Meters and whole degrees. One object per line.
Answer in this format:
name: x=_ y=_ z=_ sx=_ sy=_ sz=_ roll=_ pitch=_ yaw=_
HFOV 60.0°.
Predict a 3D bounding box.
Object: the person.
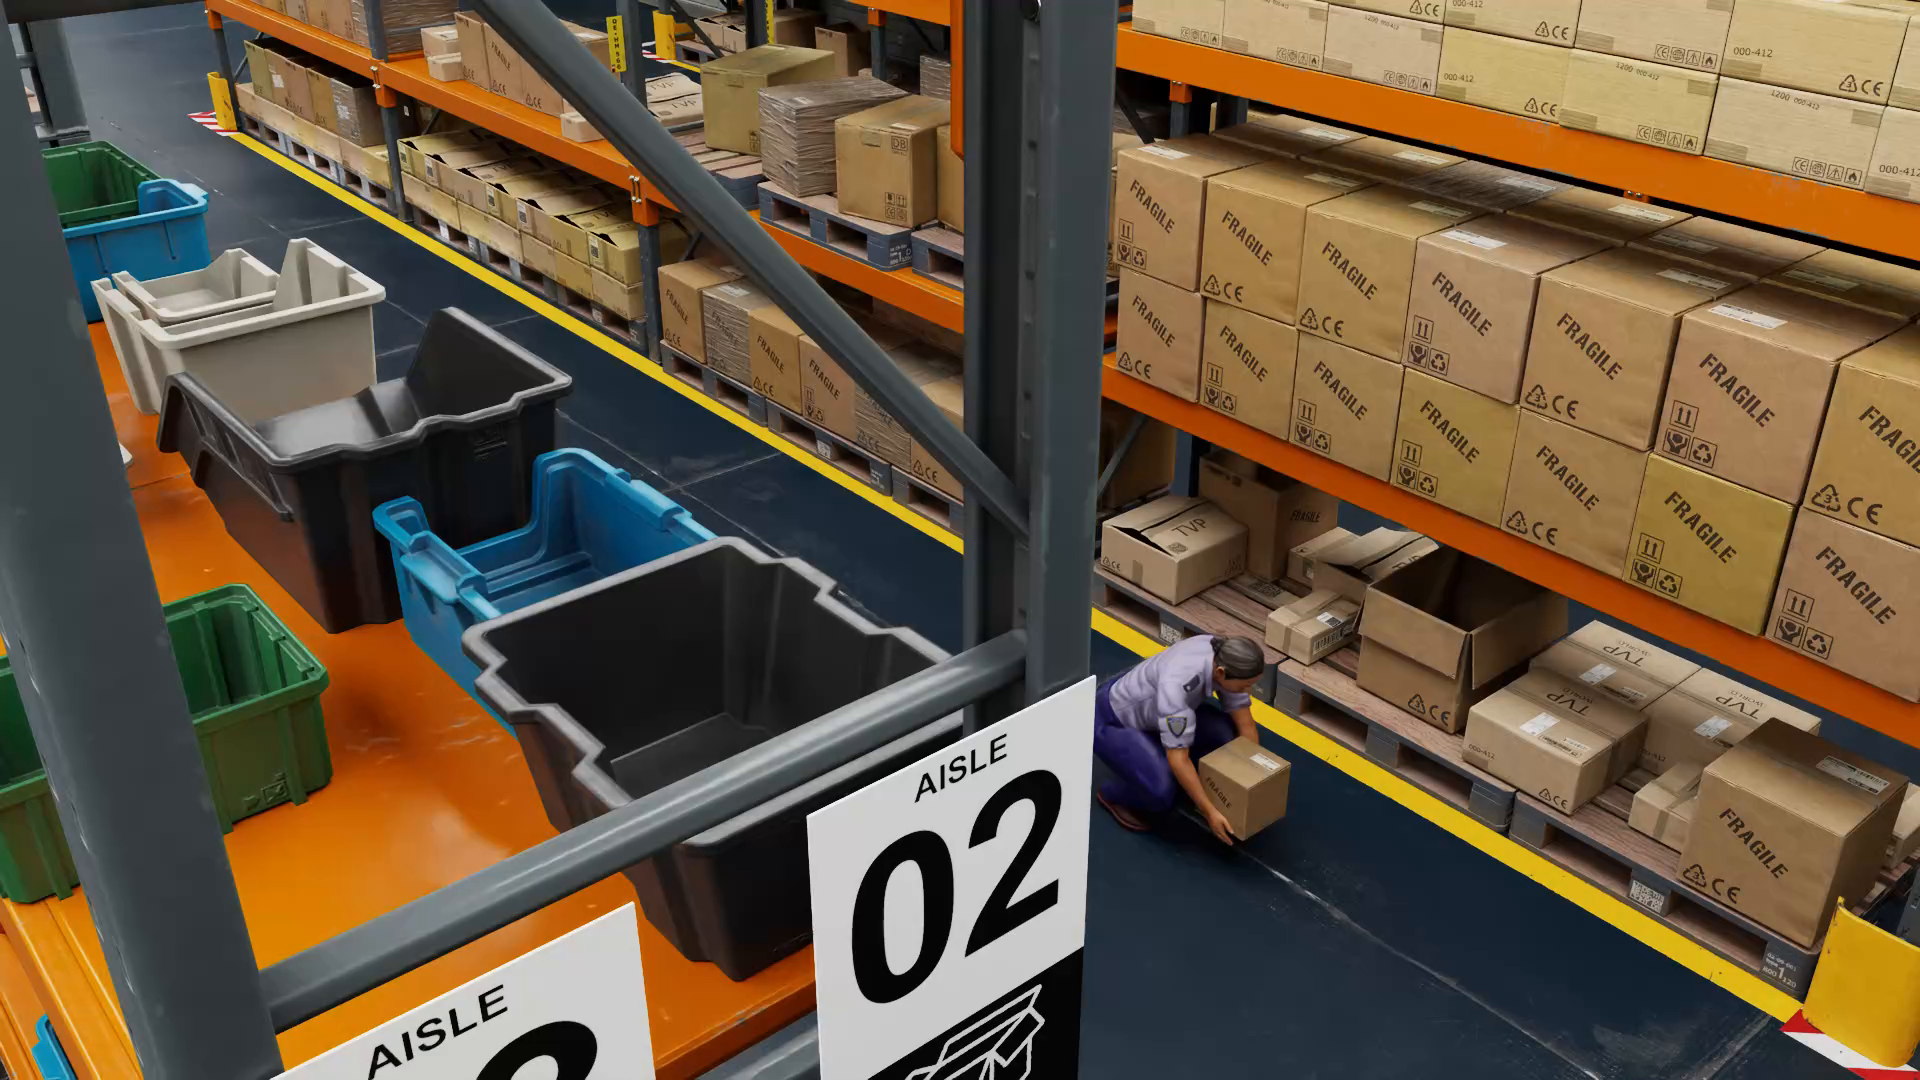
person: x=0.873 y=0.722 z=6.565 sx=0.508 sy=0.940 sz=0.825 roll=-23 pitch=36 yaw=-35
